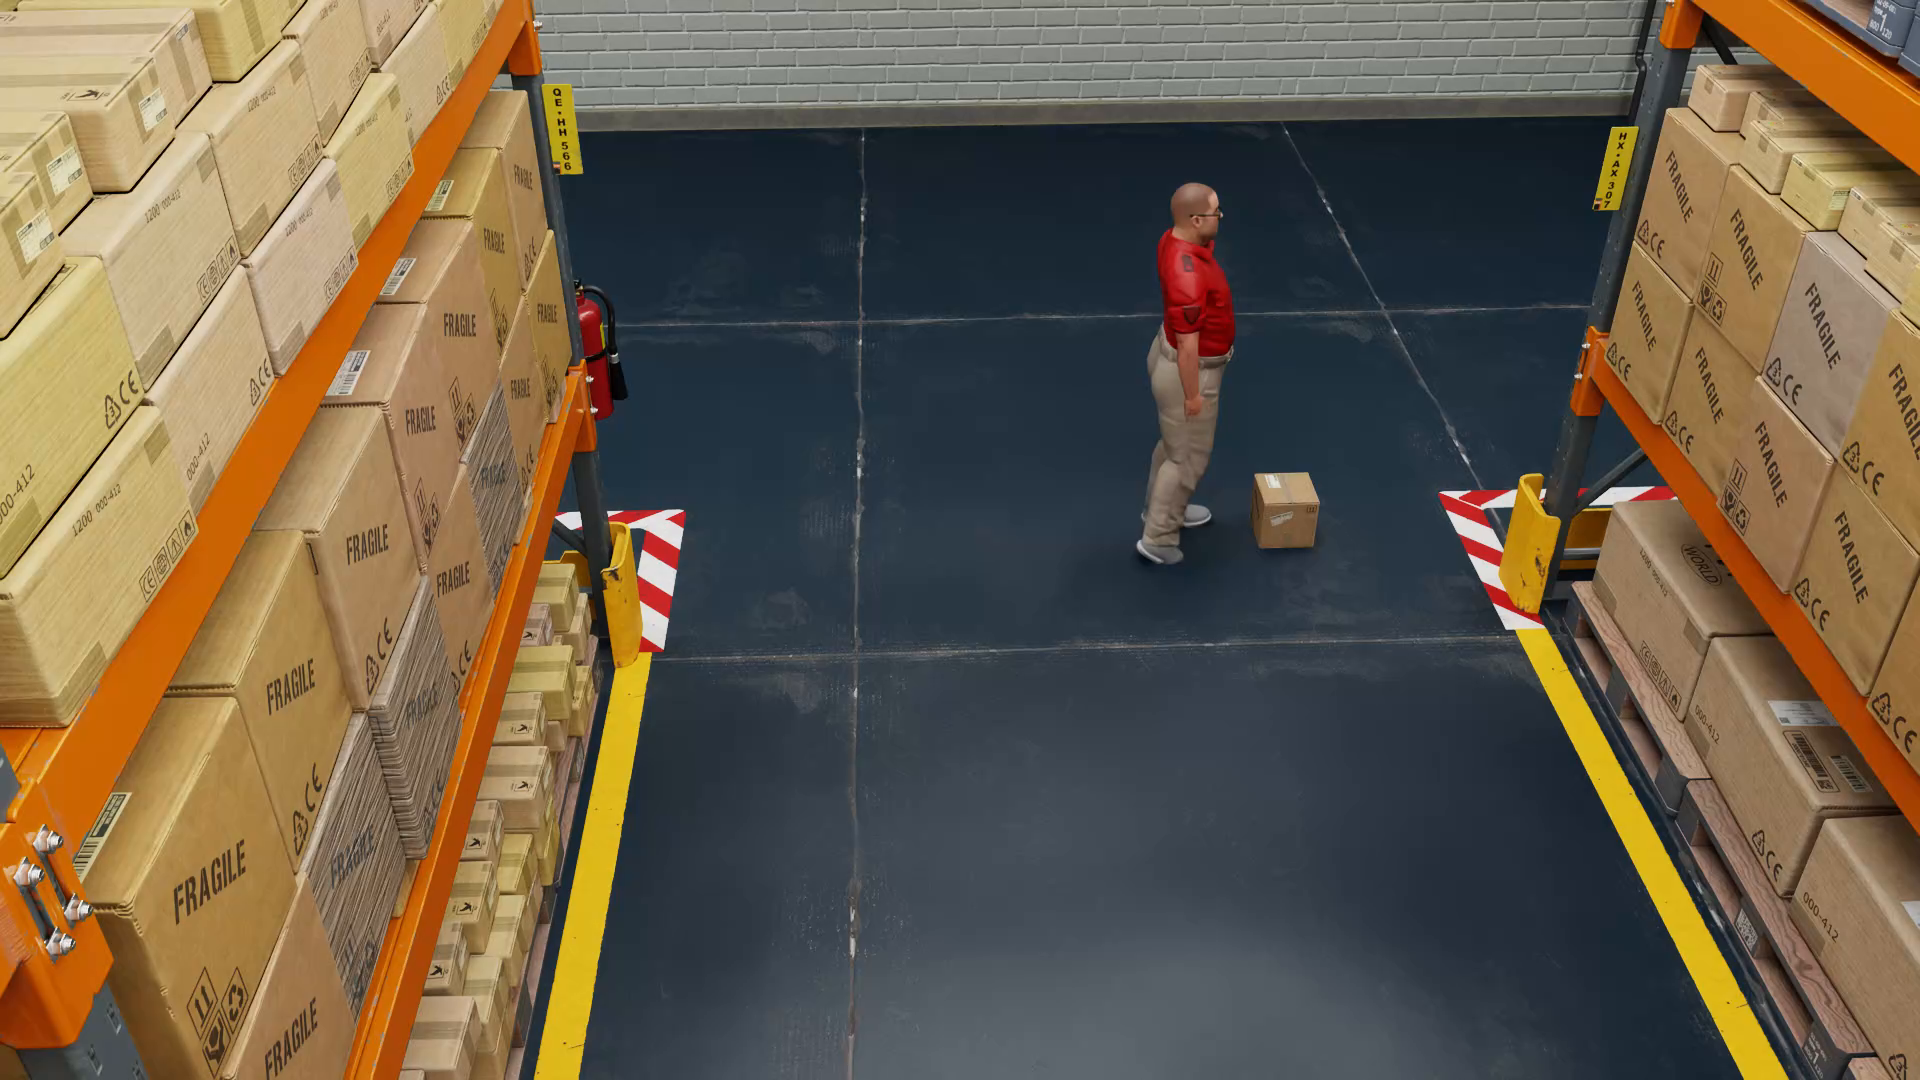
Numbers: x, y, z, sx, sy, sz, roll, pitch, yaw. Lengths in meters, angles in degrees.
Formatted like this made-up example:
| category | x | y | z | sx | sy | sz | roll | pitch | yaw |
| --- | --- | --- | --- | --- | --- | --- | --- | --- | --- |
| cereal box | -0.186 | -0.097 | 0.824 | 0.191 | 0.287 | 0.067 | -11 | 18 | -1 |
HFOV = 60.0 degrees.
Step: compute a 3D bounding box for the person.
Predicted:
| category | x | y | z | sx | sy | sz | roll | pitch | yaw |
| --- | --- | --- | --- | --- | --- | --- | --- | --- | --- |
| person | 0.987 | -0.700 | 7.236 | 0.381 | 1.799 | 0.528 | -1 | 35 | -1 |
